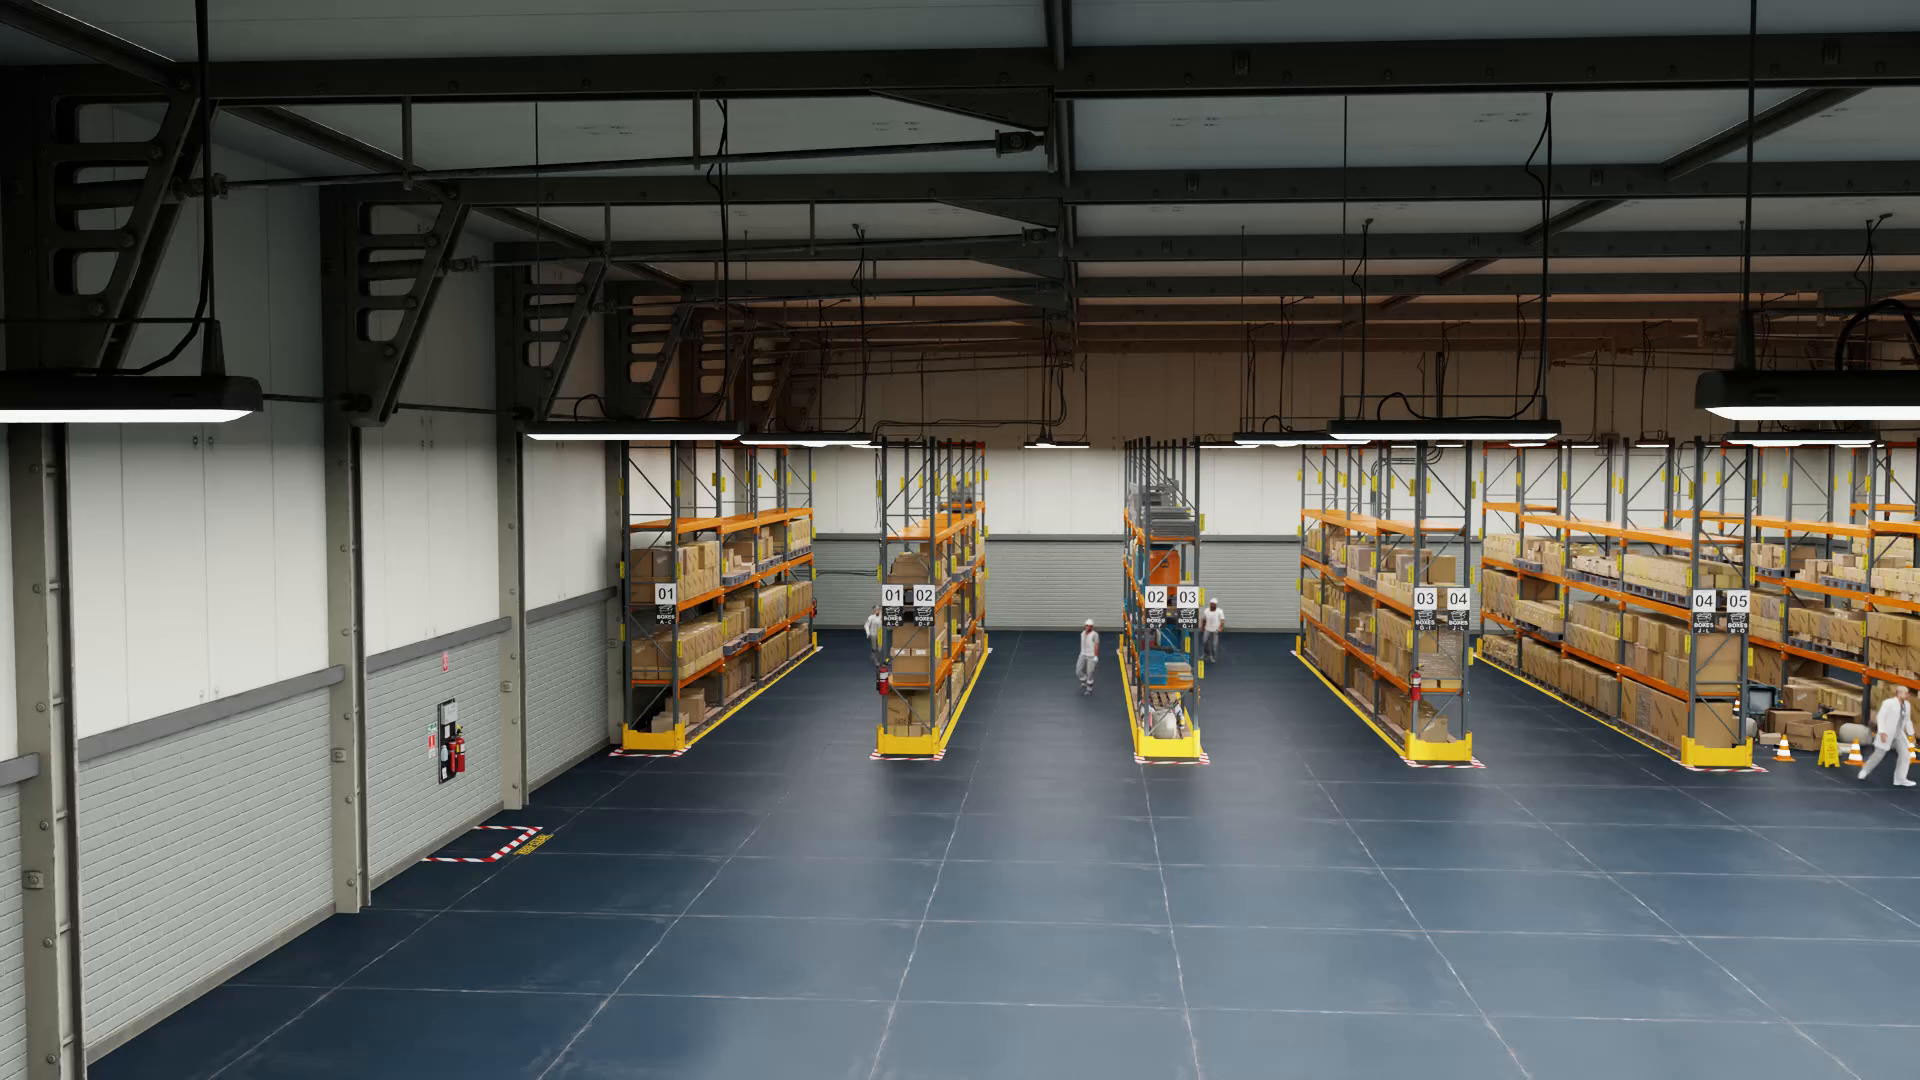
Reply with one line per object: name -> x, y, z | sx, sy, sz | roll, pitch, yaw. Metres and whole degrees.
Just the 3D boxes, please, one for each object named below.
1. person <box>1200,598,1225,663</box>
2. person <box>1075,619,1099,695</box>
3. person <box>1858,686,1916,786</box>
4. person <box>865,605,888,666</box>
person -> 6.801, 2.450, 44.967 | 0.716, 1.750, 0.661 | 1, 3, 20
person -> 3.016, 2.749, 39.070 | 0.651, 1.804, 0.469 | 2, 4, 38
person -> 15.987, 3.339, 28.617 | 0.775, 1.722, 0.934 | -1, 3, -18
person -> -2.221, 2.537, 44.368 | 0.612, 1.640, 0.584 | 0, 3, -9
